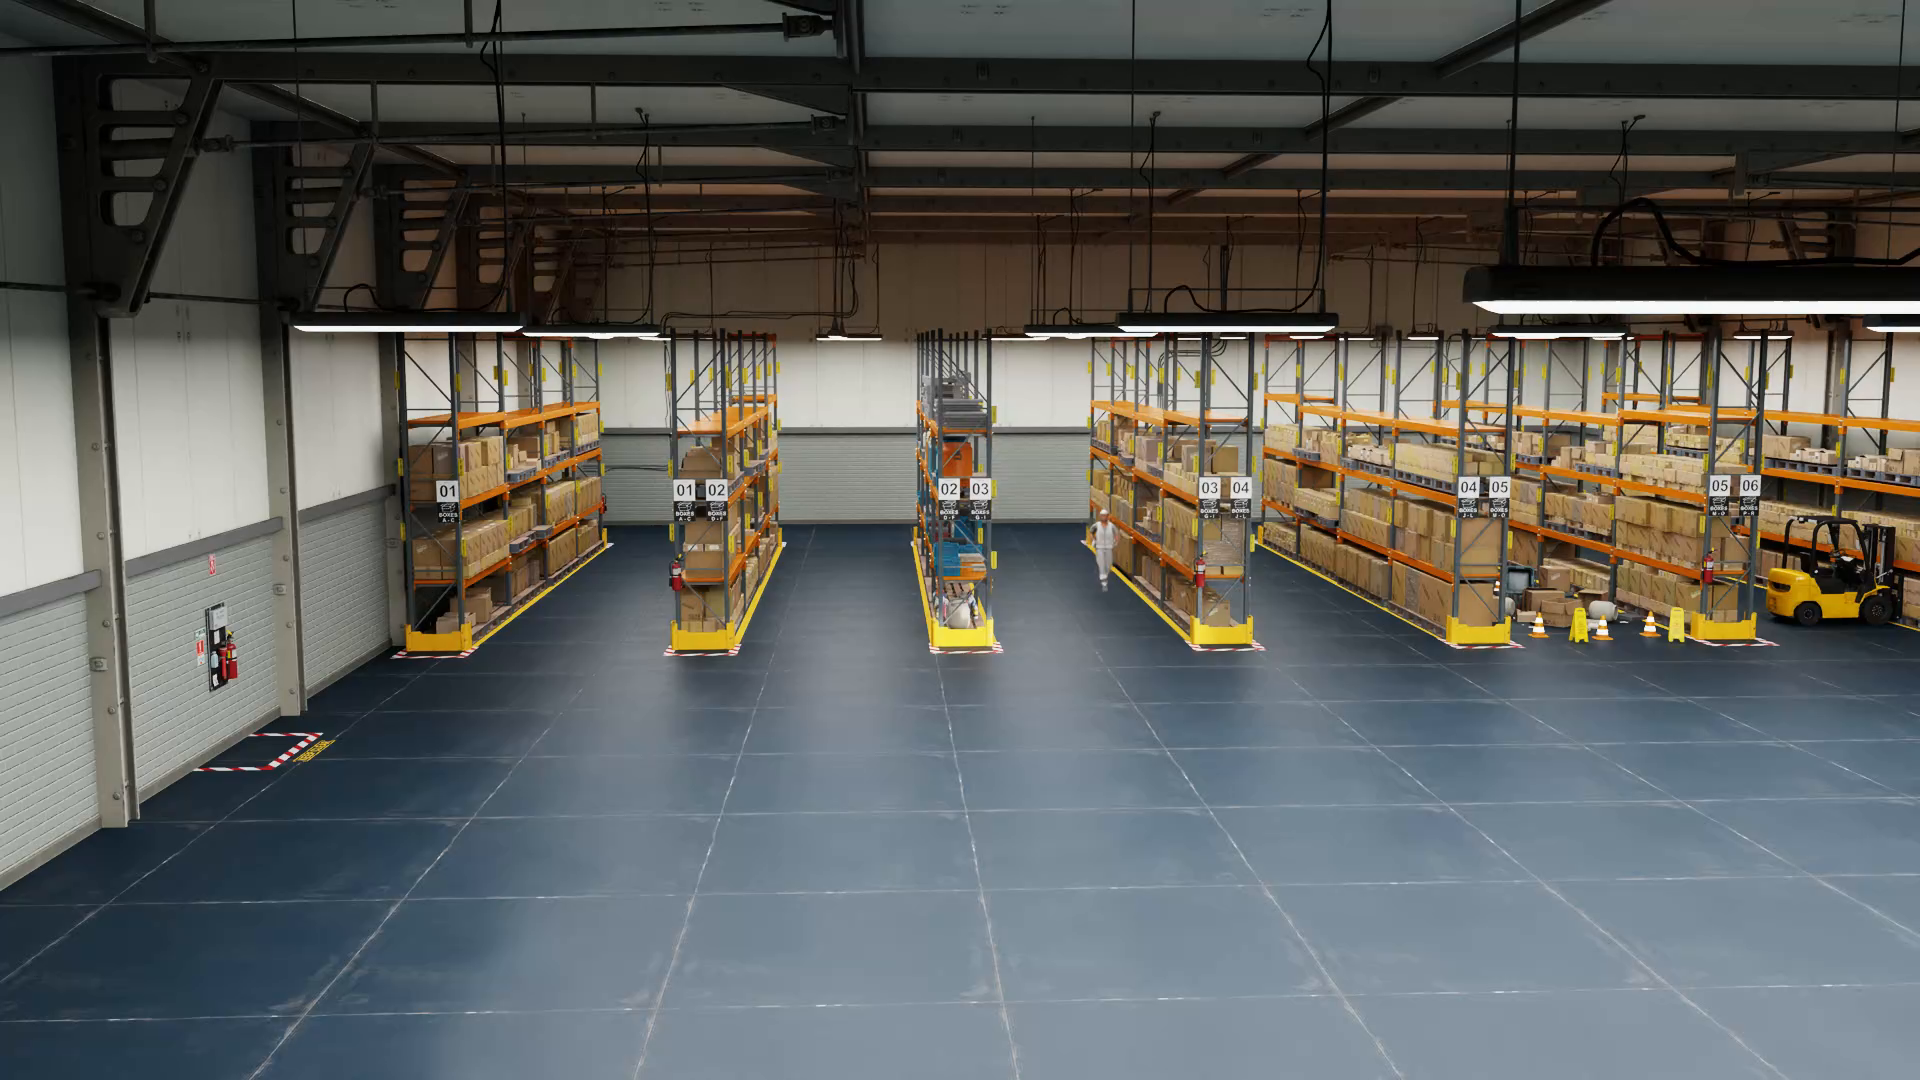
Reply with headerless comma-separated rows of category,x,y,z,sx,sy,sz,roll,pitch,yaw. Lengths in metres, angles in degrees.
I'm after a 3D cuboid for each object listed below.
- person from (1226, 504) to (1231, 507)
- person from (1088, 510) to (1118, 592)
person,7.466,-0.612,46.527,0.706,1.737,0.610,1,7,5
person,3.189,0.214,36.936,0.655,1.788,0.845,0,7,-2
